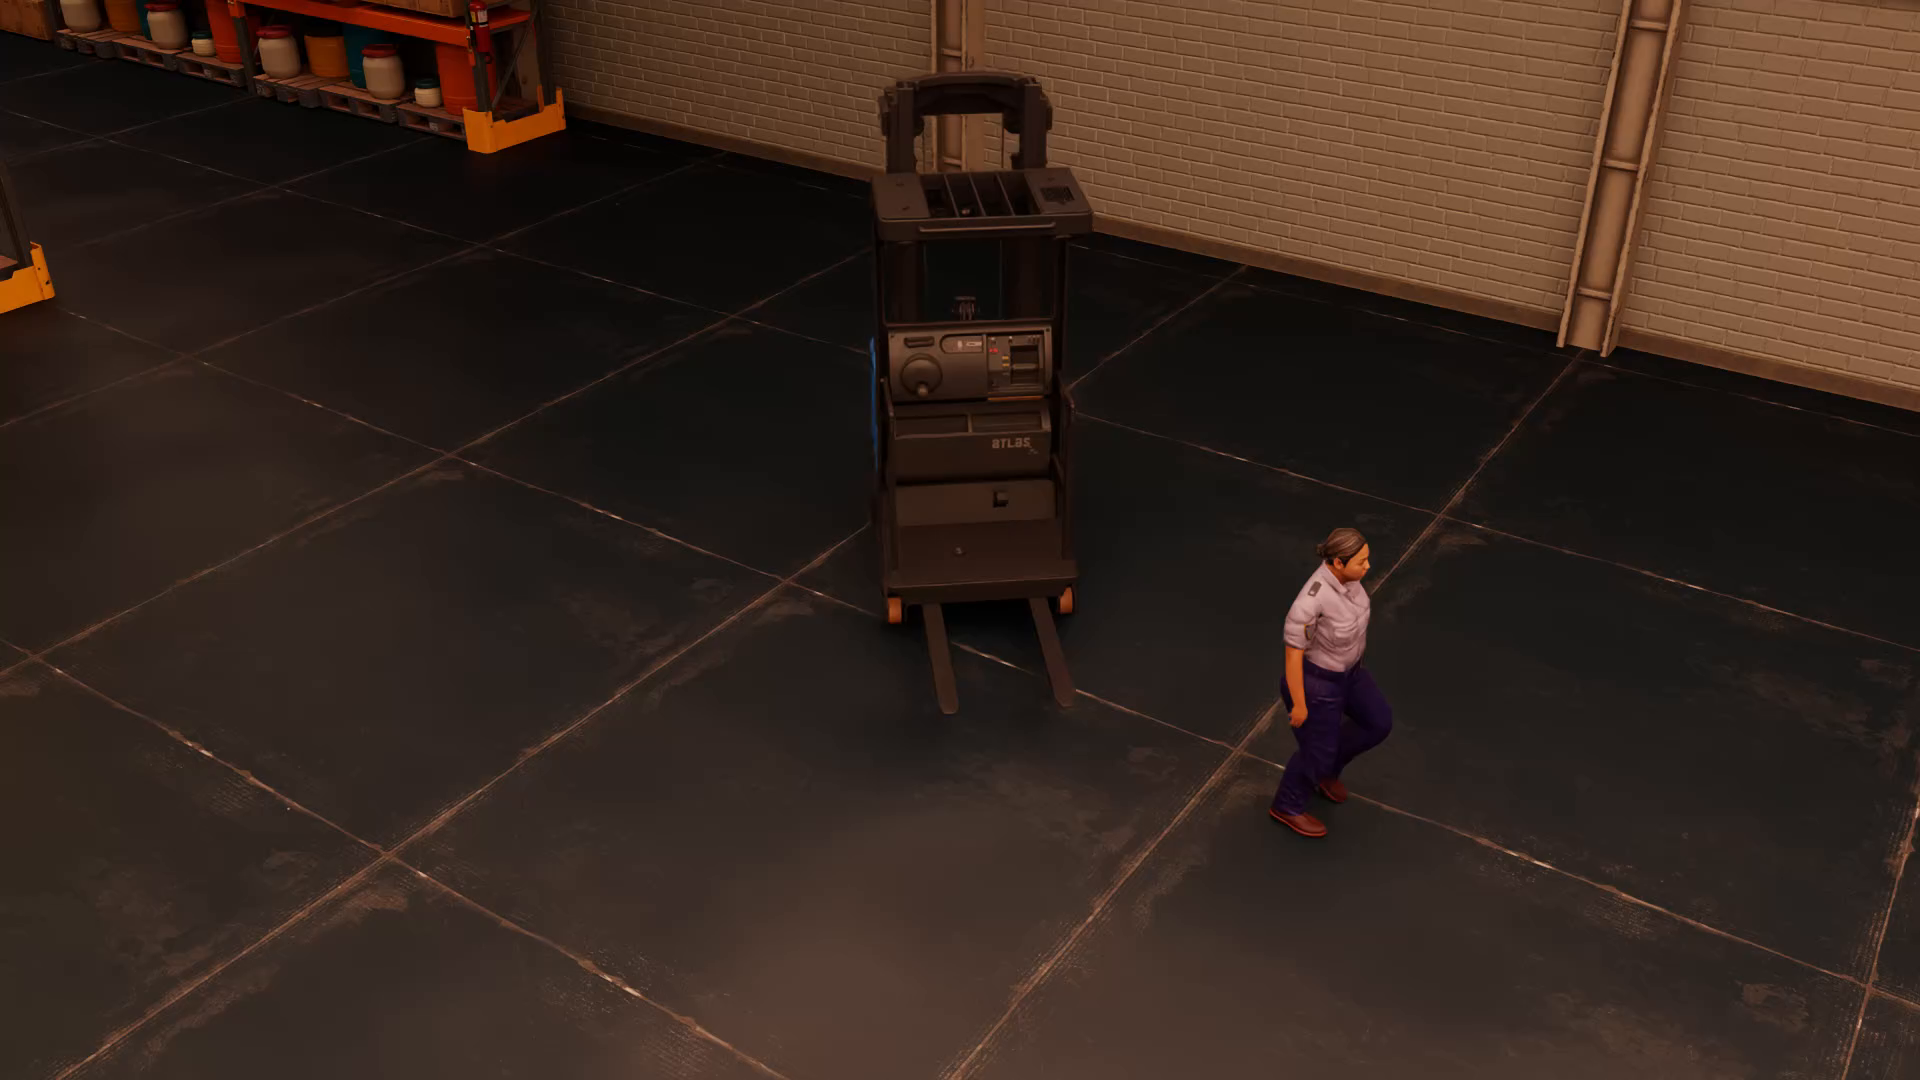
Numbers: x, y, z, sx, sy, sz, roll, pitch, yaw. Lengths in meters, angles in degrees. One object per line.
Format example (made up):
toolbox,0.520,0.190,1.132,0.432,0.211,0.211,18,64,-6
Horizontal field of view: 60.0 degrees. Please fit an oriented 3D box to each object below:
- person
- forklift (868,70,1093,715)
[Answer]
person,1.757,0.673,7.744,0.465,1.621,0.596,19,35,29
forklift,0.086,-0.958,9.232,1.130,2.935,3.031,-3,30,-5
